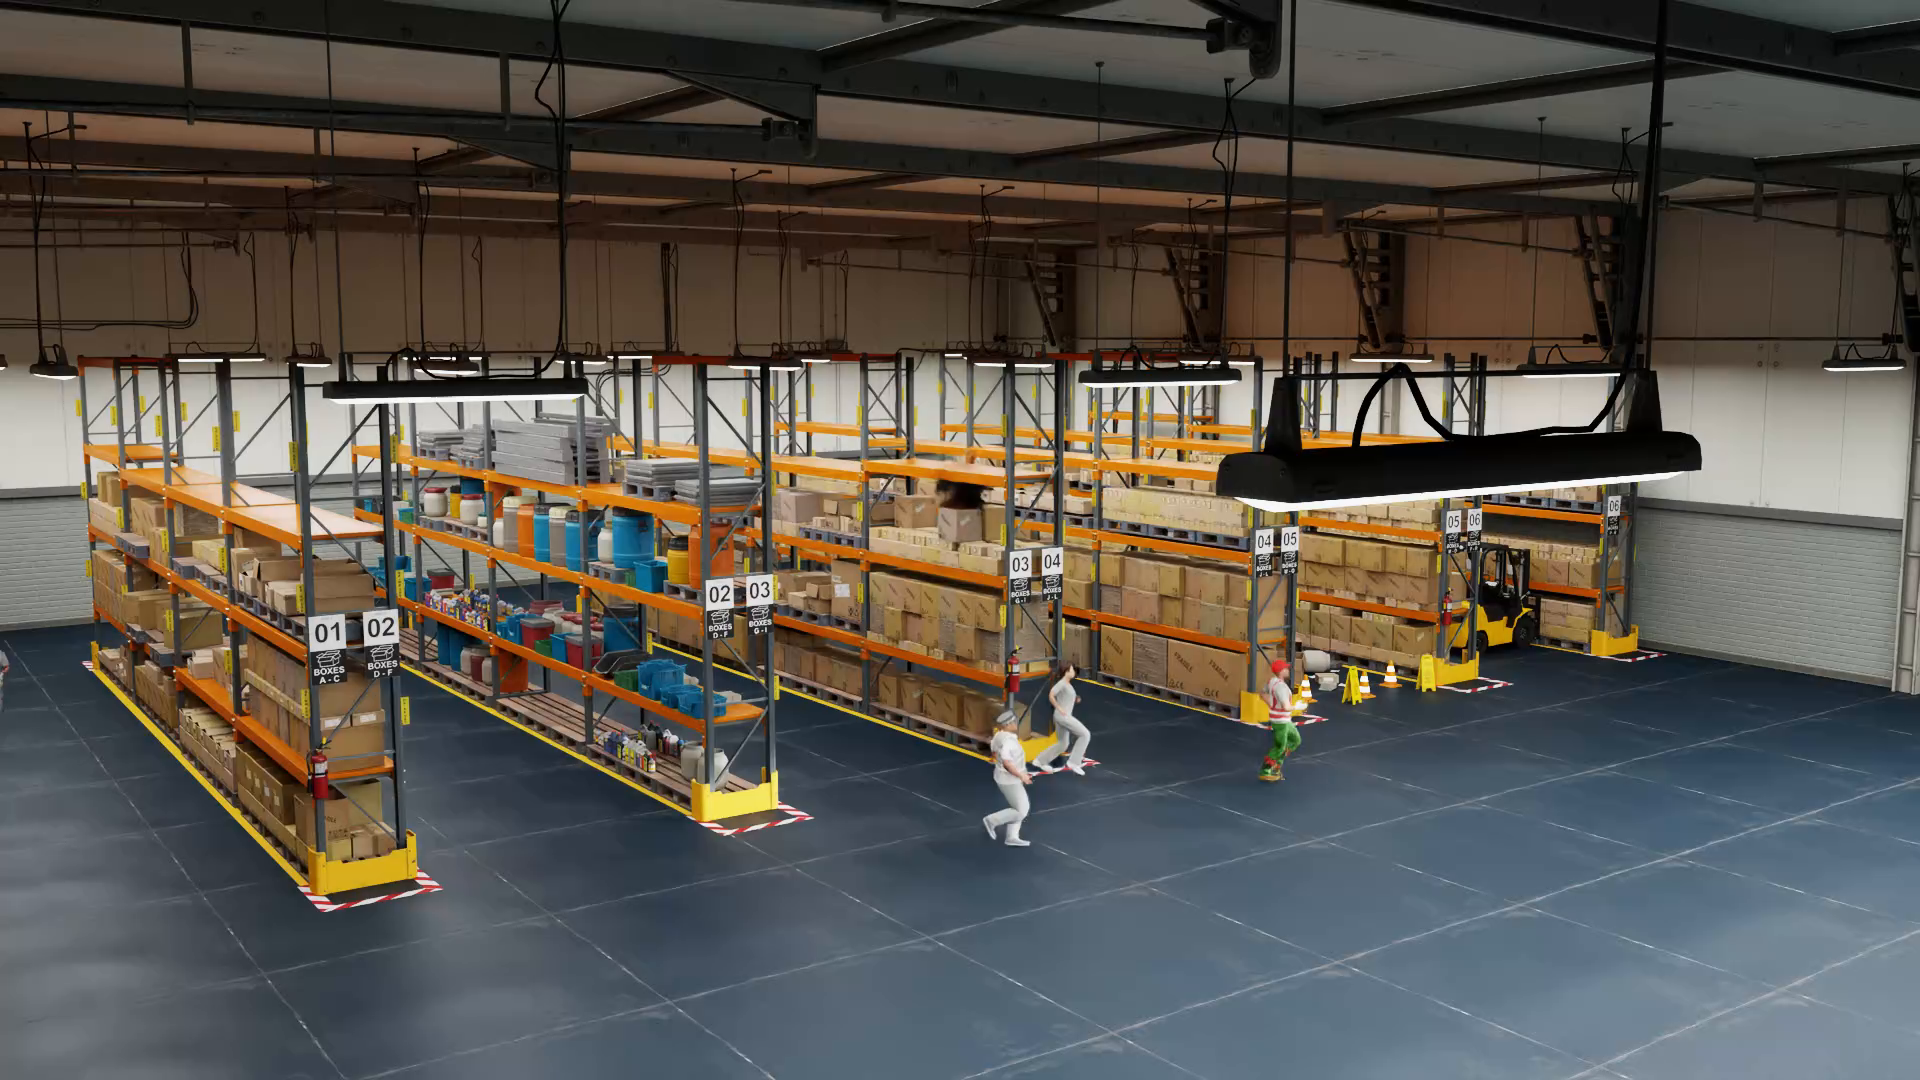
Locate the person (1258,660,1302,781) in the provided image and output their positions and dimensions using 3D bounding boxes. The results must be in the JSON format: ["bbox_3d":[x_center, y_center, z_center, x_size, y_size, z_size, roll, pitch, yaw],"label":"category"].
[{"bbox_3d":[4.582,2.569,23.723,0.611,1.753,0.633,1,7,5],"label":"person"}]

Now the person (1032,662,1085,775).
[{"bbox_3d":[1.390,2.508,23.574,0.738,1.538,0.644,0,7,1],"label":"person"}]

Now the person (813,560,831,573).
[{"bbox_3d":[-3.490,0.466,41.852,0.666,1.660,0.653,2,7,13],"label":"person"}]

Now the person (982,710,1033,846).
[{"bbox_3d":[0.566,2.978,20.693,0.644,1.743,0.669,-2,7,-13],"label":"person"}]

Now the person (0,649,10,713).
[{"bbox_3d":[-15.191,2.309,25.989,0.681,1.739,0.624,-7,10,-44],"label":"person"}]
